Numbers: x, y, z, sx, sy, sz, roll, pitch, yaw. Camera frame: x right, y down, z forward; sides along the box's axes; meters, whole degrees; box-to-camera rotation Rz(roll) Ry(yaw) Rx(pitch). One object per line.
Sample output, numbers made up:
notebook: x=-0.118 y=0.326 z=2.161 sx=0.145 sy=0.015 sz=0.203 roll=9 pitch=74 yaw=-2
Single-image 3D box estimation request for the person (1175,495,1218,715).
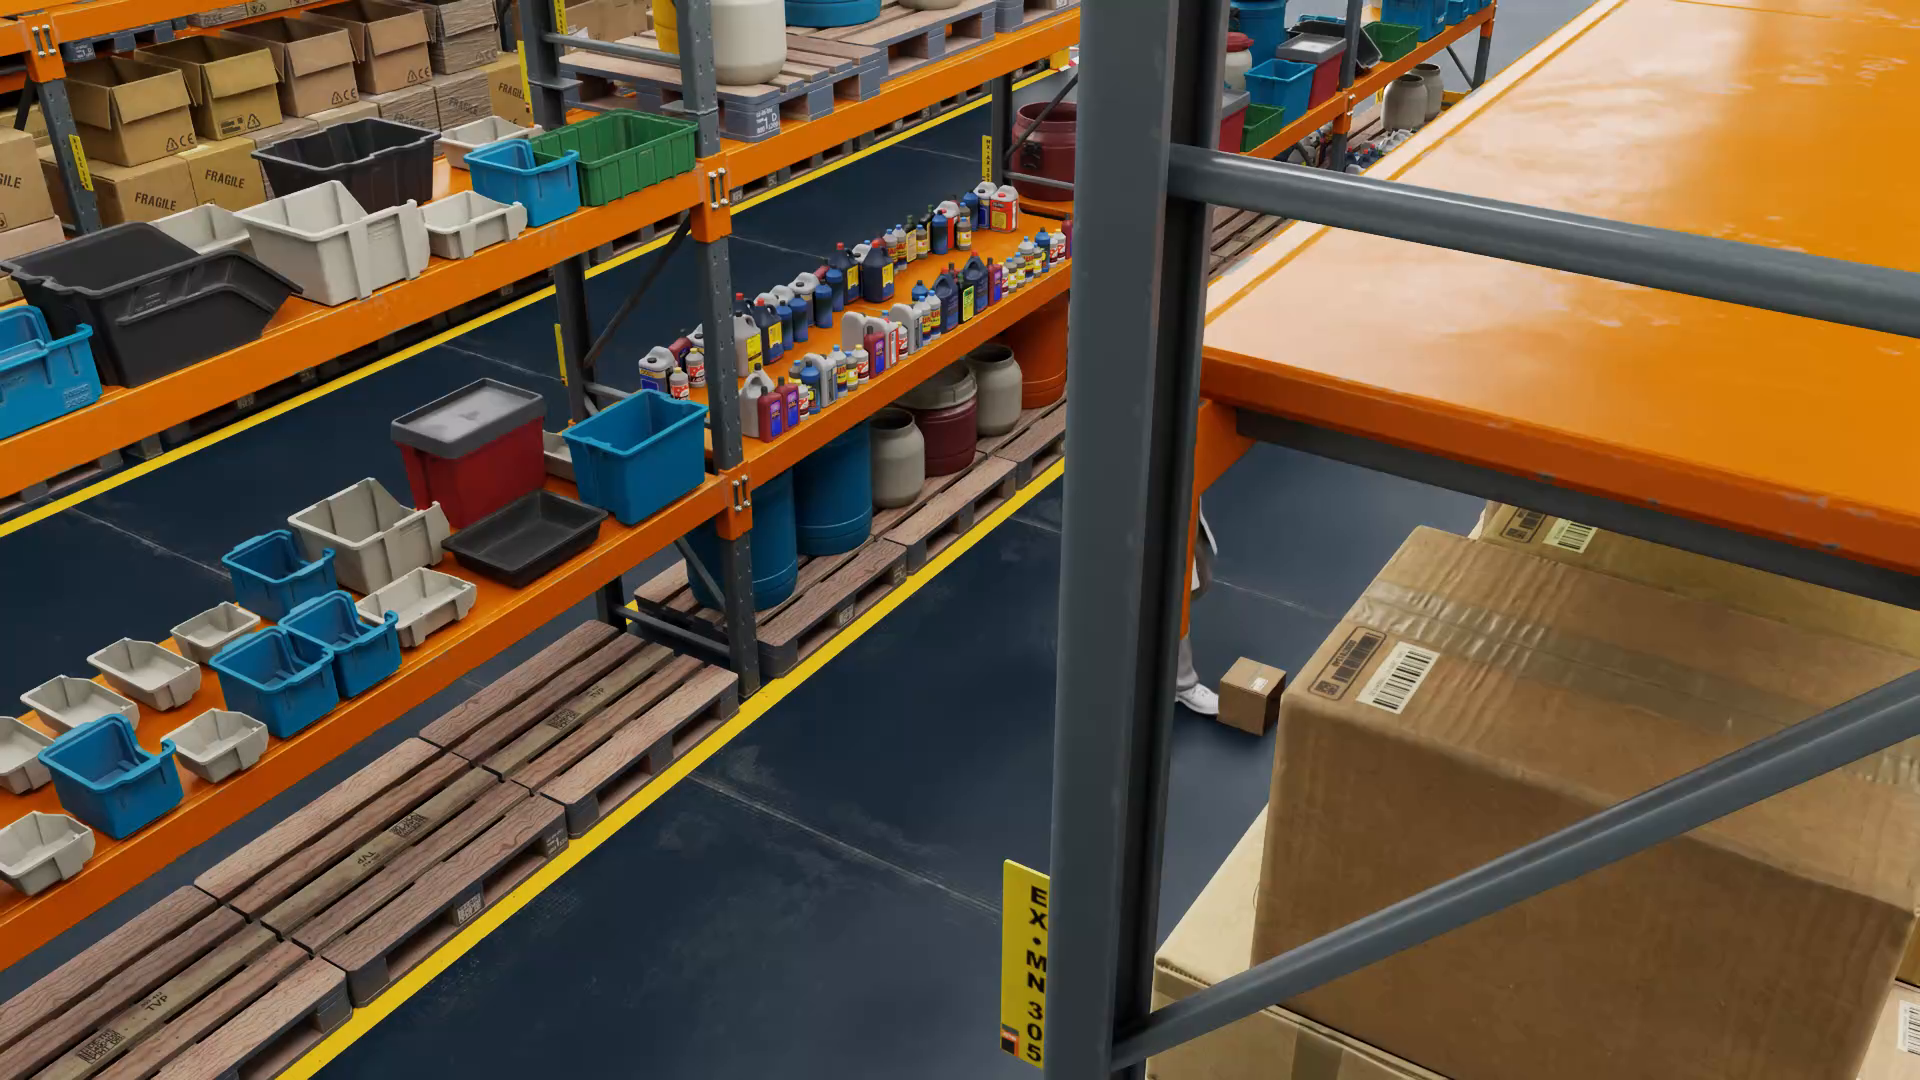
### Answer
person: x=1.047 y=-0.030 z=8.160 sx=0.764 sy=1.766 sz=0.626 roll=14 pitch=33 yaw=23
